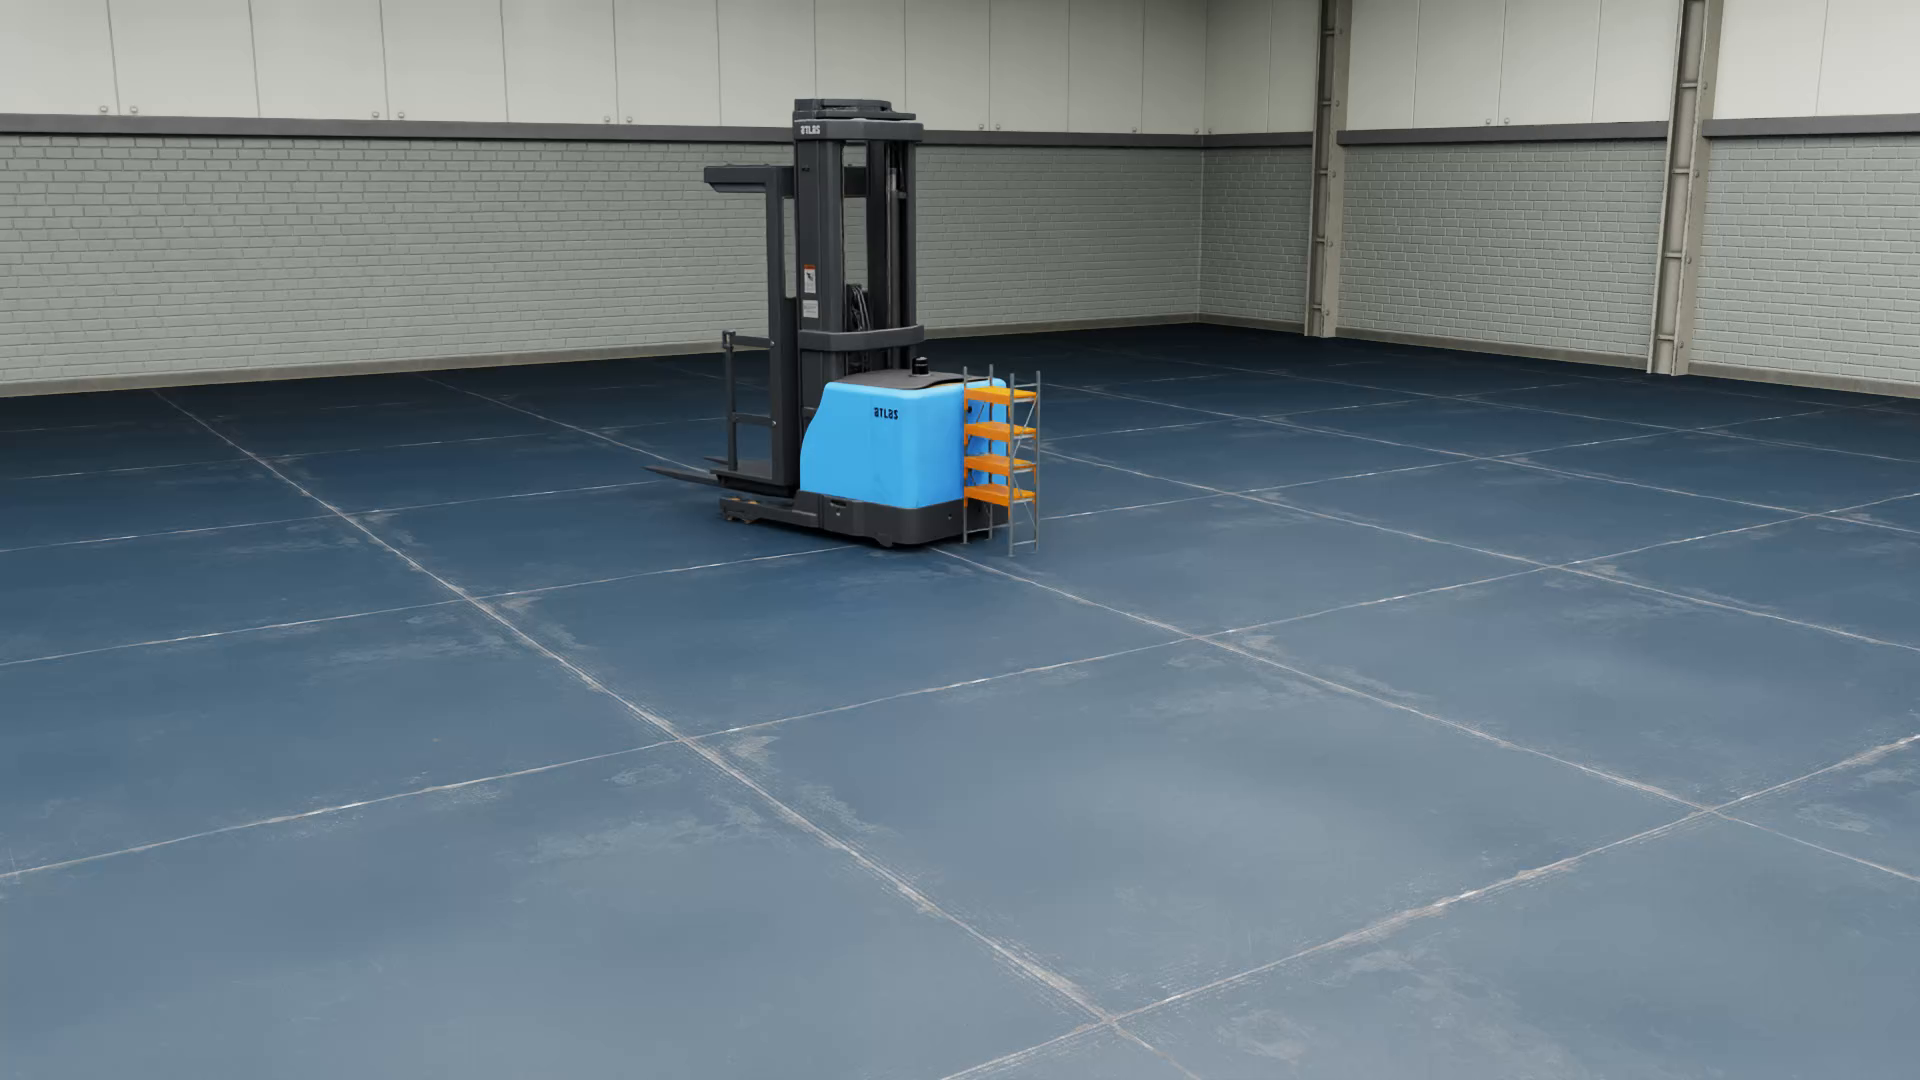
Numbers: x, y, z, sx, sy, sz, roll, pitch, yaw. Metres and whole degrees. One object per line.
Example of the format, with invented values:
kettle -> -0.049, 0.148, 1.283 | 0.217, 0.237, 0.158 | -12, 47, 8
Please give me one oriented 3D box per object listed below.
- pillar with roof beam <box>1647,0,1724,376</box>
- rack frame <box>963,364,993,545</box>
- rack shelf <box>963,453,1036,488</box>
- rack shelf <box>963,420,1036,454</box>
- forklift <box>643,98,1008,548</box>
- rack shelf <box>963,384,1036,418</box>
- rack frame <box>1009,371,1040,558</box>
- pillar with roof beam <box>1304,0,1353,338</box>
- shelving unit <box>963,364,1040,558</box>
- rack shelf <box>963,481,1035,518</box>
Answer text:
pillar with roof beam -> 5.341, -5.988, 17.679 | 9.100, 9.000, 0.400 | -8, 15, -33
rack frame -> 0.121, -0.570, 11.158 | 0.240, 1.200, 0.015 | -9, 15, -37
rack shelf -> 0.270, -0.463, 10.984 | 0.258, 0.148, 0.480 | -9, 15, -37
rack shelf -> 0.270, -0.681, 10.936 | 0.258, 0.148, 0.480 | -9, 15, -37
forklift -> -1.106, -1.620, 11.910 | 3.031, 2.935, 1.130 | 11, 16, 40
rack shelf -> 0.270, -0.912, 10.886 | 0.258, 0.148, 0.480 | -9, 15, -37
rack frame -> 0.419, -0.487, 10.781 | 0.240, 1.200, 0.015 | -9, 15, -37
pillar with roof beam -> 2.016, -7.055, 22.559 | 9.100, 9.000, 0.400 | -8, 15, -33
shelving unit -> 0.270, -0.528, 10.970 | 0.258, 1.200, 0.503 | -9, 15, -37
rack shelf -> 0.270, -0.269, 11.026 | 0.258, 0.148, 0.480 | -9, 15, -37
